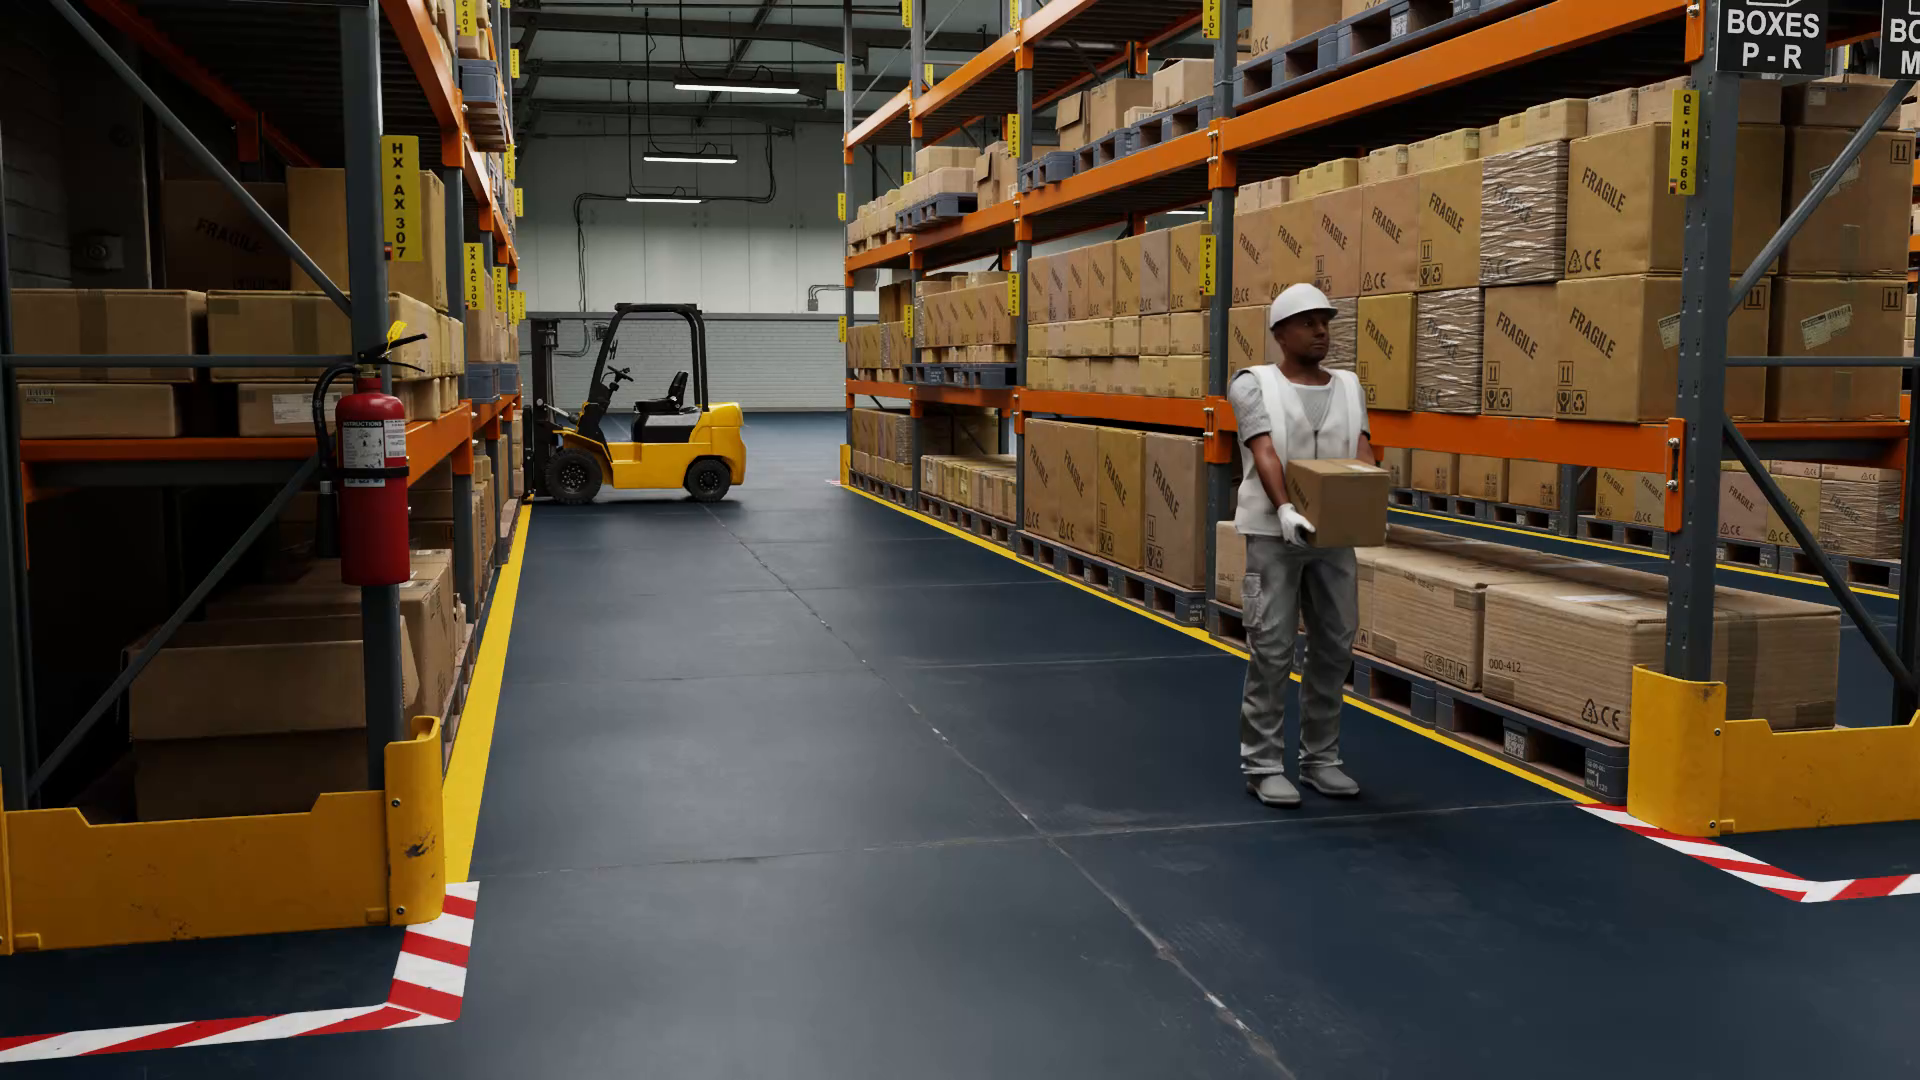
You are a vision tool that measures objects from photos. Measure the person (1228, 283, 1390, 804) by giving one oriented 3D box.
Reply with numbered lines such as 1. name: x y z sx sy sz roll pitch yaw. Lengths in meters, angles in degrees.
1. person: 1.215 0.012 5.705 0.488 1.779 0.580 -2 6 -15
